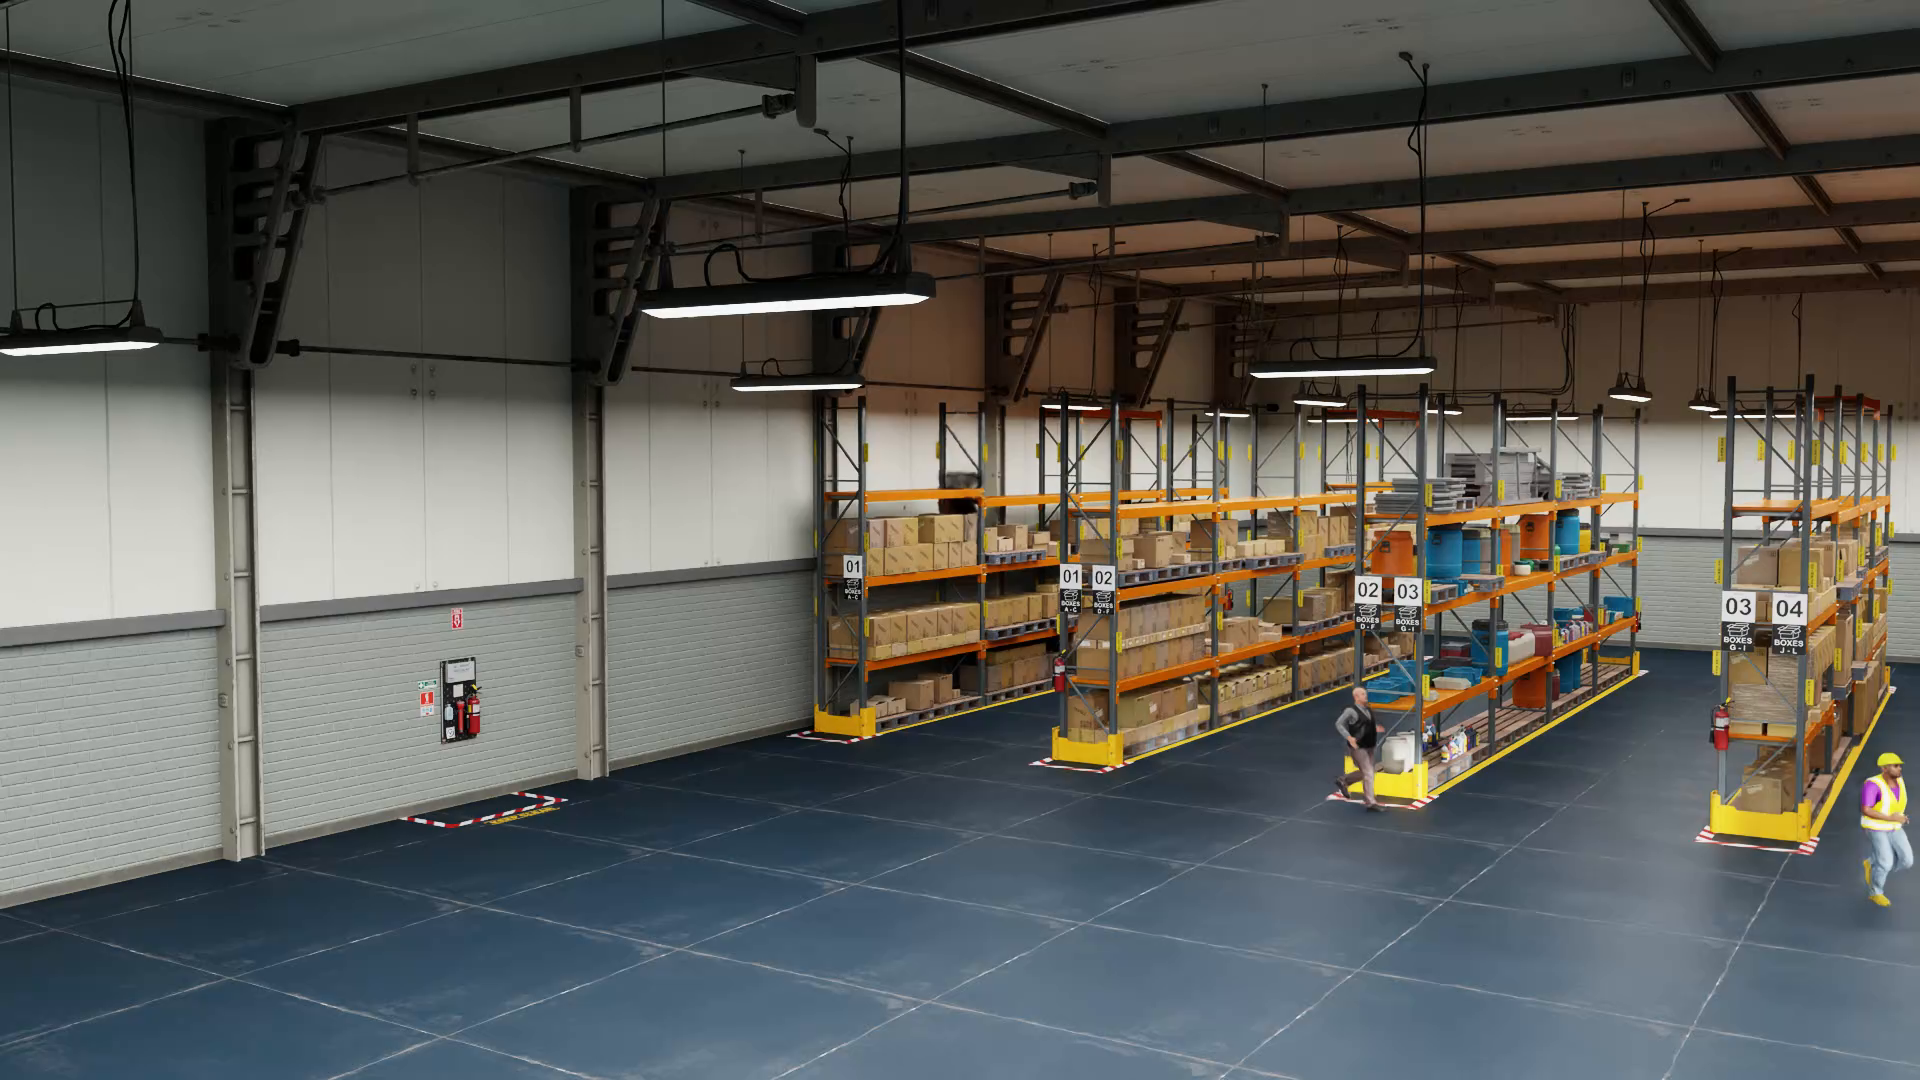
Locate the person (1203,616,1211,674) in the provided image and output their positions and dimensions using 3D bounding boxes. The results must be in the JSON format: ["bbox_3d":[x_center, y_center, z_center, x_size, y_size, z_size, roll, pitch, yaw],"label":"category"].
[{"bbox_3d":[5.317,2.379,35.208,0.535,1.548,0.567,2,4,34],"label":"person"}]

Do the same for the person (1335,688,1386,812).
[{"bbox_3d":[5.613,2.920,23.332,0.672,1.702,0.922,-3,4,-41],"label":"person"}]

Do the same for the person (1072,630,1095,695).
[{"bbox_3d":[2.329,2.233,30.236,0.610,1.821,0.844,2,4,34],"label":"person"}]

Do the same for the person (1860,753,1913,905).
[{"bbox_3d":[10.252,3.188,18.335,0.749,1.711,0.649,-1,3,-21],"label":"person"}]
